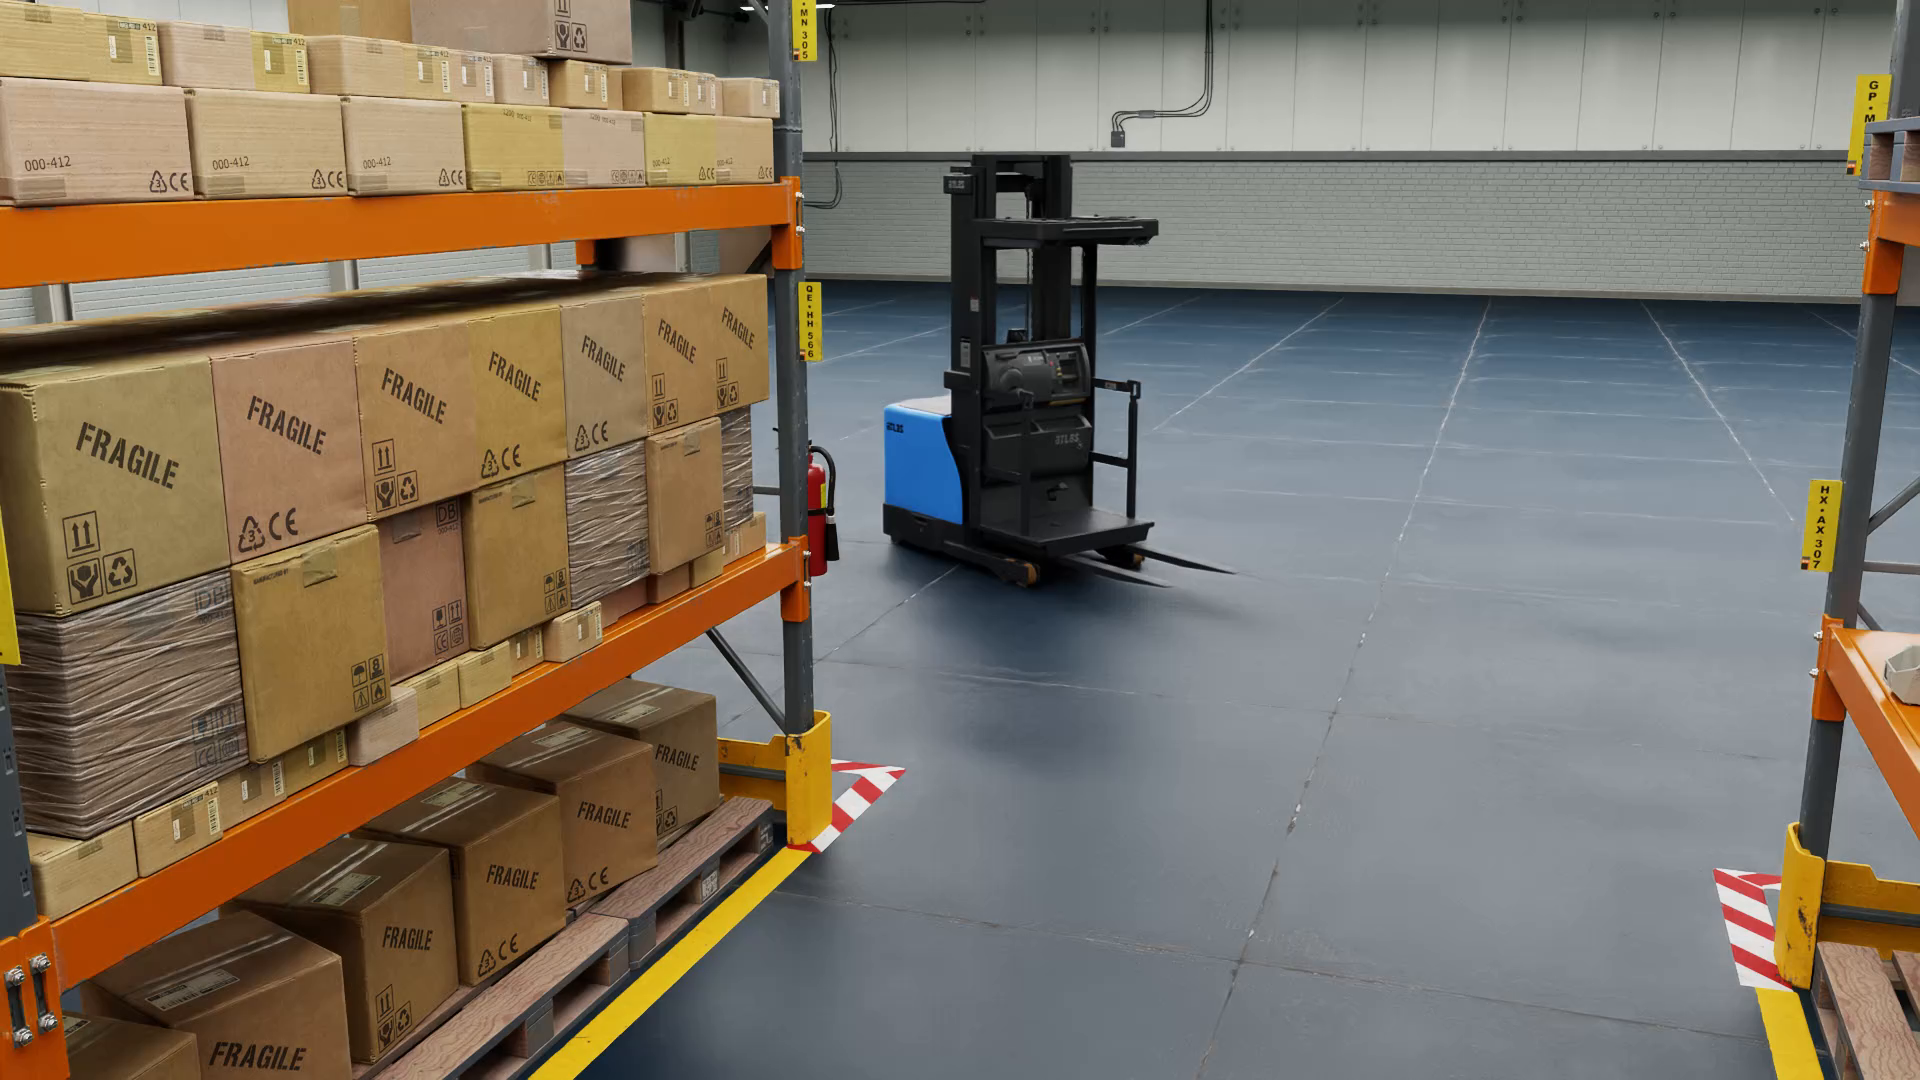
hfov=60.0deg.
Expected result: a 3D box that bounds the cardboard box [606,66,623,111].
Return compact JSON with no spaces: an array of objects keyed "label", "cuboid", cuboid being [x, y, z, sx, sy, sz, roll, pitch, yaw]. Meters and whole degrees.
[{"label":"cardboard box","cuboid":[-1.371,-1.525,5.626,0.380,0.149,0.250,5,14,19]}]

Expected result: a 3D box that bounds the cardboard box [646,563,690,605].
[{"label":"cardboard box","cuboid":[-1.246,0.126,6.257,0.380,0.149,0.250,4,14,18]}]

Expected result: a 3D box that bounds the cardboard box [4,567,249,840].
[{"label":"cardboard box","cuboid":[-2.230,0.327,3.922,0.875,0.500,0.500,4,14,18]}]

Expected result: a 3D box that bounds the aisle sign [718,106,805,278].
[{"label":"aisle sign","cuboid":[-0.836,-1.490,6.934,0.394,0.787,0.004,4,14,18]}]

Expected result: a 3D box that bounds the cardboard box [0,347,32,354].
[{"label":"cardboard box","cuboid":[-2.549,-0.185,3.917,0.500,0.500,0.500,4,14,18]}]

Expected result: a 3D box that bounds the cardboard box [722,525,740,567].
[{"label":"cardboard box","cuboid":[-1.118,0.019,6.730,0.380,0.149,0.250,4,14,18]}]

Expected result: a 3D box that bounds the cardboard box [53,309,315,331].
[{"label":"cardboard box","cuboid":[-2.225,-0.396,4.840,0.500,0.500,0.500,4,14,18]}]

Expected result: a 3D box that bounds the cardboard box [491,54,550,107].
[{"label":"cardboard box","cuboid":[-1.495,-1.406,5.108,0.380,0.149,0.250,4,13,16]}]

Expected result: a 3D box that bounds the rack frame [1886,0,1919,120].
[{"label":"rack frame","cuboid":[3.547,-2.800,5.031,1.000,3.000,0.127,4,14,18]}]

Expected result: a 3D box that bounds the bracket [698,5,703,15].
[{"label":"bracket","cuboid":[-6.116,-12.278,38.468,0.235,0.232,0.430,4,14,18]}]

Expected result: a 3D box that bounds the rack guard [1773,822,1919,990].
[{"label":"rack guard","cuboid":[3.567,1.363,5.891,1.175,0.500,0.348,4,14,18]}]

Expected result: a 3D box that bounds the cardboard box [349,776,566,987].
[{"label":"cardboard box","cuboid":[-1.739,1.172,5.787,0.500,0.500,0.500,6,14,24]}]

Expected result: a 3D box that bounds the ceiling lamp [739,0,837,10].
[{"label":"ceiling lamp","cuboid":[-3.342,-12.151,32.886,2.000,3.185,0.800,4,14,18]}]

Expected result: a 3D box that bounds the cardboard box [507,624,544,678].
[{"label":"cardboard box","cuboid":[-1.569,0.337,5.335,0.380,0.149,0.250,4,14,18]}]

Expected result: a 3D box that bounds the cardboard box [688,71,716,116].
[{"label":"cardboard box","cuboid":[-1.114,-1.622,6.054,0.380,0.149,0.250,4,13,16]}]

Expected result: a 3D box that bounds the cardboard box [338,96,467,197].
[{"label":"cardboard box","cuboid":[-1.709,-1.070,4.532,0.500,0.250,0.500,4,13,16]}]

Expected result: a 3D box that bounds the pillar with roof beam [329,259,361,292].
[{"label":"pillar with roof beam","cuboid":[-6.395,-7.624,26.170,9.100,9.000,0.400,4,14,18]}]

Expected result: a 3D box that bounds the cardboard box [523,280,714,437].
[{"label":"cardboard box","cuboid":[-1.240,-0.673,6.057,0.500,0.500,0.500,4,14,18]}]

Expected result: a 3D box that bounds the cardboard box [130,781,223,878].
[{"label":"cardboard box","cuboid":[-1.986,0.658,3.929,0.380,0.149,0.250,4,14,18]}]

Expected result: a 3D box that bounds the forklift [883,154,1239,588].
[{"label":"forklift","cuboid":[0.688,-1.225,11.767,1.130,2.935,3.031,-9,16,-36]}]

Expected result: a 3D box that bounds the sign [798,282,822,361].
[{"label":"sign","cuboid":[-0.621,-0.906,6.903,0.100,0.325,0.005,4,14,18]}]

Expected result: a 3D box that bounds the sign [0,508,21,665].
[{"label":"sign","cuboid":[-1.907,0.086,3.270,0.100,0.325,0.005,4,14,18]}]

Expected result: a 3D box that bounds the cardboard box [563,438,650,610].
[{"label":"cardboard box","cuboid":[-1.594,-0.095,5.771,0.875,0.500,0.500,4,14,18]}]

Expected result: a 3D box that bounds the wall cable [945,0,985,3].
[{"label":"wall cable","cuboid":[1.107,-13.734,38.346,3.097,2.526,0.112,4,14,18]}]

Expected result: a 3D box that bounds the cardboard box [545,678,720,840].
[{"label":"cardboard box","cuboid":[-1.357,0.913,6.921,0.500,0.500,0.500,7,15,29]}]

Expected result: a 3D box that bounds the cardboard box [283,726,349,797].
[{"label":"cardboard box","cuboid":[-1.860,0.550,4.401,0.380,0.149,0.250,4,14,18]}]

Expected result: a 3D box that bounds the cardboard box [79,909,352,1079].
[{"label":"cardboard box","cuboid":[-2.088,1.422,4.689,0.500,0.500,0.500,10,16,36]}]

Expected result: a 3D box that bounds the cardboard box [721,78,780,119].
[{"label":"cardboard box","cuboid":[-0.934,-1.734,6.545,0.380,0.149,0.250,4,14,18]}]

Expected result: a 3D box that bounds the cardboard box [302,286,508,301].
[{"label":"cardboard box","cuboid":[-1.904,-0.606,5.763,0.500,0.500,0.500,4,14,18]}]

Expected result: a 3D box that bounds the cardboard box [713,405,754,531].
[{"label":"cardboard box","cuboid":[-1.343,-0.311,6.718,0.875,0.500,0.500,4,14,18]}]

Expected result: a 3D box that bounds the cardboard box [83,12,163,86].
[{"label":"cardboard box","cuboid":[-2.015,-1.080,3.679,0.380,0.149,0.250,4,13,16]}]

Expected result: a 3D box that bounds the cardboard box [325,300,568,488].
[{"label":"cardboard box","cuboid":[-1.574,-0.464,5.138,0.500,0.500,0.500,4,14,18]}]

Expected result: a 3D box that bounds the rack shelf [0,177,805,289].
[{"label":"rack shelf","cuboid":[-1.787,-0.922,5.162,1.077,0.370,4.000,4,14,18]}]

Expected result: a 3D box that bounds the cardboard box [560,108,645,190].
[{"label":"cardboard box","cuboid":[-1.388,-1.288,5.487,0.500,0.250,0.500,5,14,20]}]

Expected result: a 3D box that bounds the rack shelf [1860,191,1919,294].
[{"label":"rack shelf","cuboid":[2.900,-0.565,3.599,1.077,0.370,4.000,4,14,18]}]

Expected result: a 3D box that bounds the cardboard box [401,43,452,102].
[{"label":"cardboard box","cuboid":[-1.651,-1.296,4.627,0.380,0.149,0.250,4,13,17]}]

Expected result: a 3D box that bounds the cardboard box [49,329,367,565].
[{"label":"cardboard box","cuboid":[-1.887,-0.252,4.212,0.500,0.500,0.500,4,14,18]}]

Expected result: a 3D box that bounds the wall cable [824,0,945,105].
[{"label":"wall cable","cuboid":[-1.822,-11.740,39.829,3.097,2.526,0.112,4,14,18]}]

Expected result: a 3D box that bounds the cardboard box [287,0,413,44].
[{"label":"cardboard box","cuboid":[-1.875,-1.838,5.543,0.500,0.500,0.500,4,14,18]}]

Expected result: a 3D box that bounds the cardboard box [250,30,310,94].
[{"label":"cardboard box","cuboid":[-1.869,-1.190,4.163,0.380,0.149,0.250,5,14,20]}]

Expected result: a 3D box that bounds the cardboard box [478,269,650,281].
[{"label":"cardboard box","cuboid":[-1.575,-0.816,6.684,0.500,0.500,0.500,4,14,18]}]

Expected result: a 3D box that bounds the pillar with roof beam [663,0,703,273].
[{"label":"pillar with roof beam","cuboid":[-2.512,-10.151,37.240,9.100,9.000,0.548,4,14,18]}]

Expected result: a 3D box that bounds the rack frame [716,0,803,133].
[{"label":"rack frame","cuboid":[-1.140,-3.156,6.593,1.000,3.000,0.127,4,14,18]}]

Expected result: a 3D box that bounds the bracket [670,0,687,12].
[{"label":"bracket","cuboid":[-6.384,-12.103,37.703,0.235,0.232,0.430,4,14,18]}]

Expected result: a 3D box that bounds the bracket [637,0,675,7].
[{"label":"bracket","cuboid":[-7.218,-11.560,35.326,0.076,0.066,4.783,4,14,18]}]

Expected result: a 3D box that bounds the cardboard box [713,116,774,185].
[{"label":"cardboard box","cuboid":[-1.055,-1.501,6.419,0.500,0.250,0.500,5,14,20]}]

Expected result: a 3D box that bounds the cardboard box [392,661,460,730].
[{"label":"cardboard box","cuboid":[-1.698,0.445,4.863,0.380,0.149,0.250,4,14,18]}]

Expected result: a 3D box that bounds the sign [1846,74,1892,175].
[{"label":"sign","cuboid":[3.028,-1.382,5.541,0.100,0.325,0.005,4,14,18]}]

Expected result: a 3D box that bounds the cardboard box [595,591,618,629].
[{"label":"cardboard box","cuboid":[-1.425,0.230,5.802,0.380,0.149,0.250,4,14,18]}]

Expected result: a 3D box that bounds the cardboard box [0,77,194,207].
[{"label":"cardboard box","cuboid":[-2.046,-0.855,3.588,0.500,0.250,0.500,4,13,16]}]

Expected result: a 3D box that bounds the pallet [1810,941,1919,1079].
[{"label":"pallet","cuboid":[3.299,1.675,5.176,1.003,0.211,1.213,4,14,18]}]

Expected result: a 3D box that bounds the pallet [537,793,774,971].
[{"label":"pallet","cuboid":[-1.460,1.313,6.762,1.003,0.211,1.213,4,14,18]}]

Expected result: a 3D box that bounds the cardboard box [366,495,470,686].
[{"label":"cardboard box","cuboid":[-1.968,0.112,4.865,0.875,0.500,0.500,4,14,18]}]
